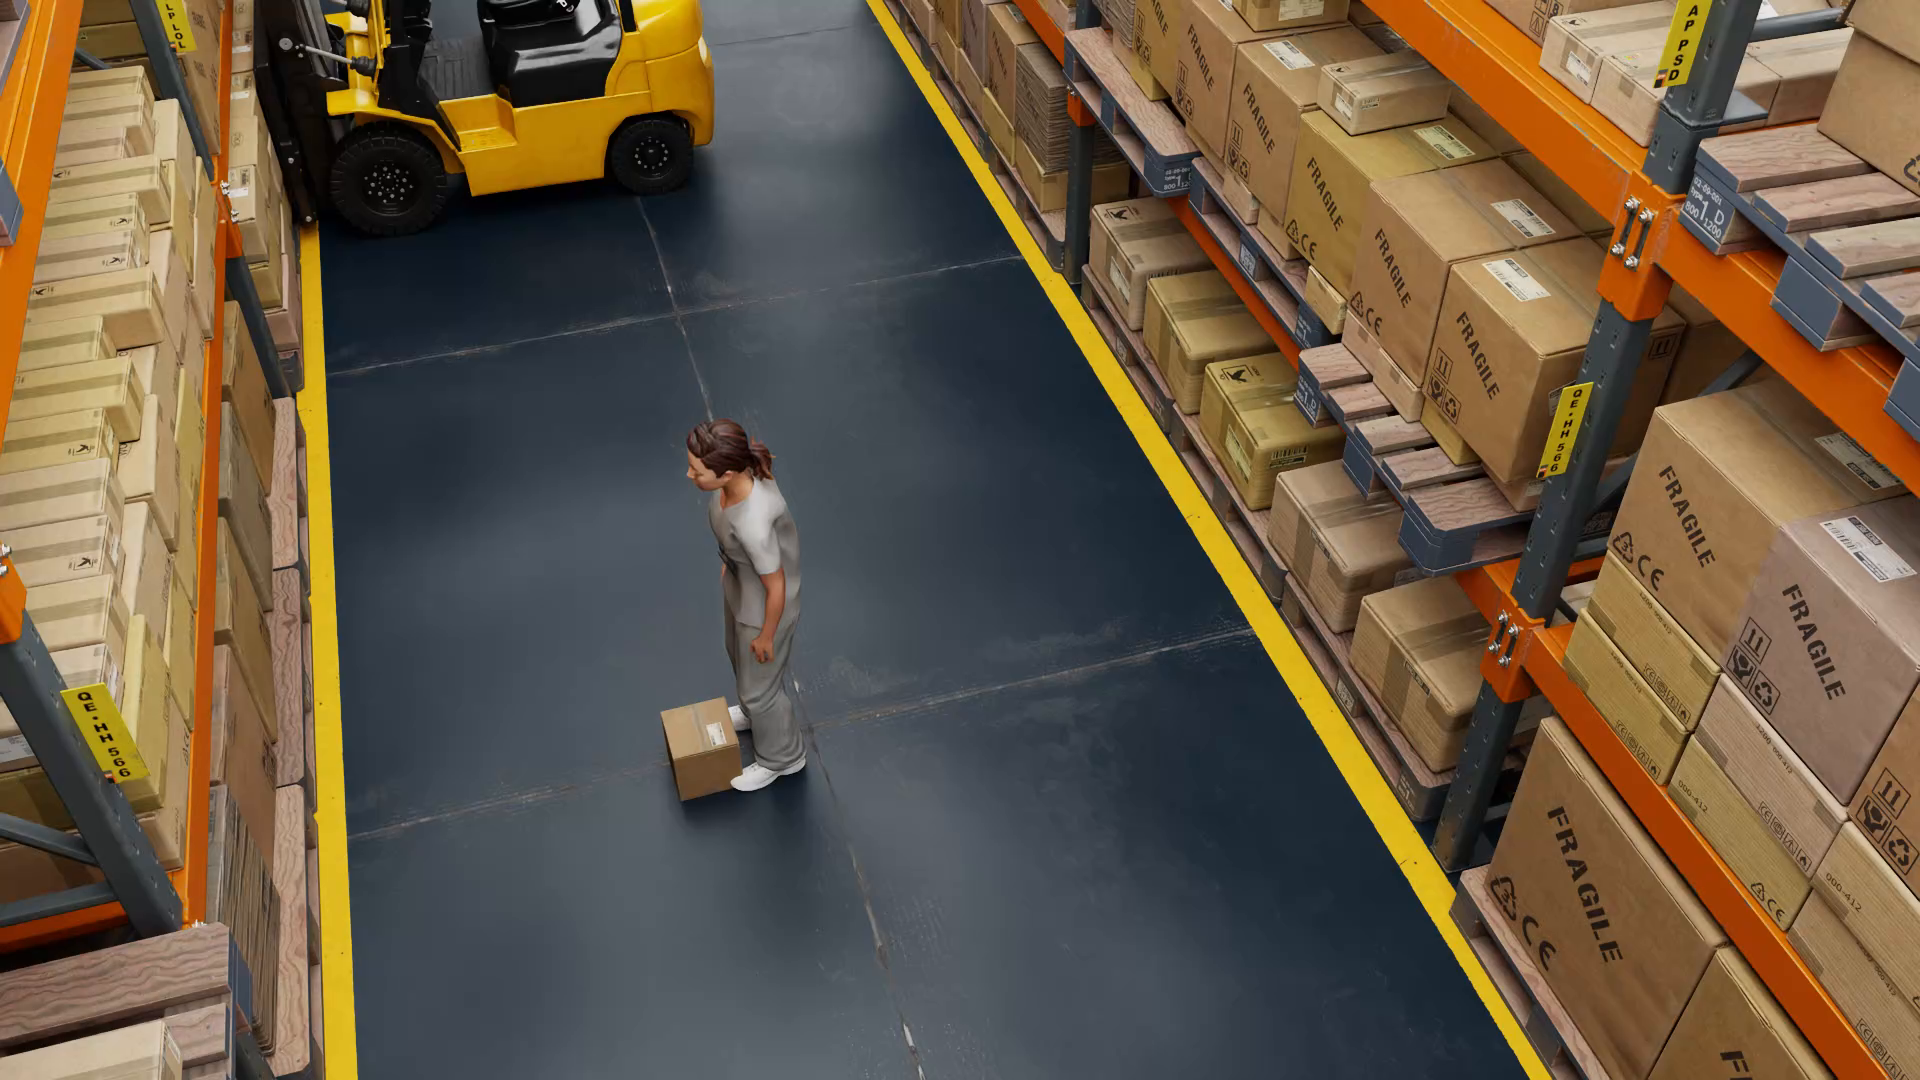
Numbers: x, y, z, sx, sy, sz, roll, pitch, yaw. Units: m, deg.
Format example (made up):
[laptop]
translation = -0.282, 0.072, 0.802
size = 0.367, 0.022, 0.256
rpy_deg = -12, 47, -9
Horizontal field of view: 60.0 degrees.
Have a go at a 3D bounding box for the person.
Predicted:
[person]
translation = -0.747, 0.215, 5.927
size = 0.365, 1.671, 0.500
rpy_deg = -14, 44, -15
